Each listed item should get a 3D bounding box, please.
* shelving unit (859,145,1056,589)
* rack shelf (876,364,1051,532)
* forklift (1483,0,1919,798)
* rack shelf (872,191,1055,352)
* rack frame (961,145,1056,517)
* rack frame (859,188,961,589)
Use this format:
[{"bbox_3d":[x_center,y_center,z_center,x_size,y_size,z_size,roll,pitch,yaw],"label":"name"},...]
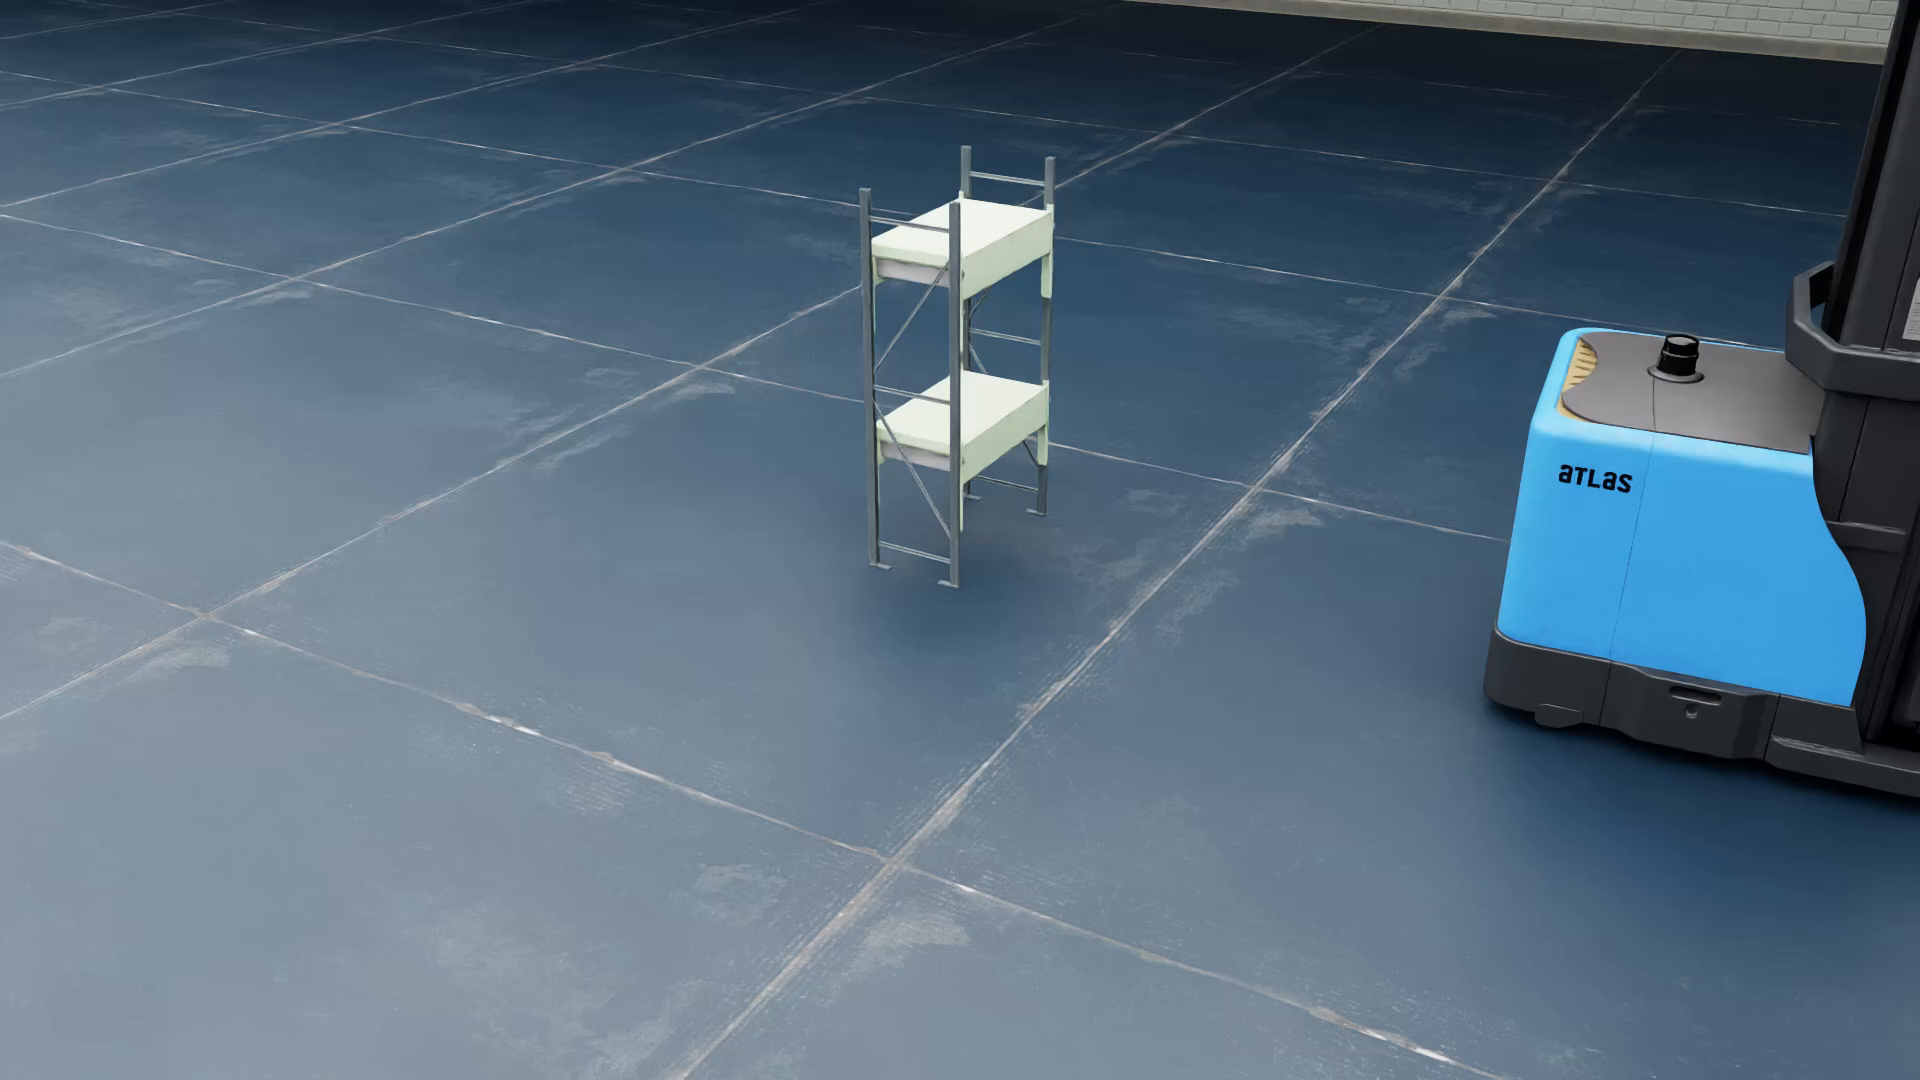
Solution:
[{"bbox_3d":[0.003,-0.673,6.419,0.431,1.500,0.755,14,30,26],"label":"shelving unit"},{"bbox_3d":[0.003,-0.382,6.565,0.431,0.370,0.720,14,30,26],"label":"rack shelf"},{"bbox_3d":[3.319,-0.652,4.779,3.031,2.935,1.130,11,29,21],"label":"forklift"},{"bbox_3d":[0.003,-1.022,6.245,0.431,0.370,0.720,14,30,26],"label":"rack shelf"},{"bbox_3d":[0.183,-0.816,6.704,0.400,1.500,0.023,14,30,26],"label":"rack frame"},{"bbox_3d":[-0.177,-0.531,6.135,0.400,1.500,0.023,14,30,26],"label":"rack frame"}]
